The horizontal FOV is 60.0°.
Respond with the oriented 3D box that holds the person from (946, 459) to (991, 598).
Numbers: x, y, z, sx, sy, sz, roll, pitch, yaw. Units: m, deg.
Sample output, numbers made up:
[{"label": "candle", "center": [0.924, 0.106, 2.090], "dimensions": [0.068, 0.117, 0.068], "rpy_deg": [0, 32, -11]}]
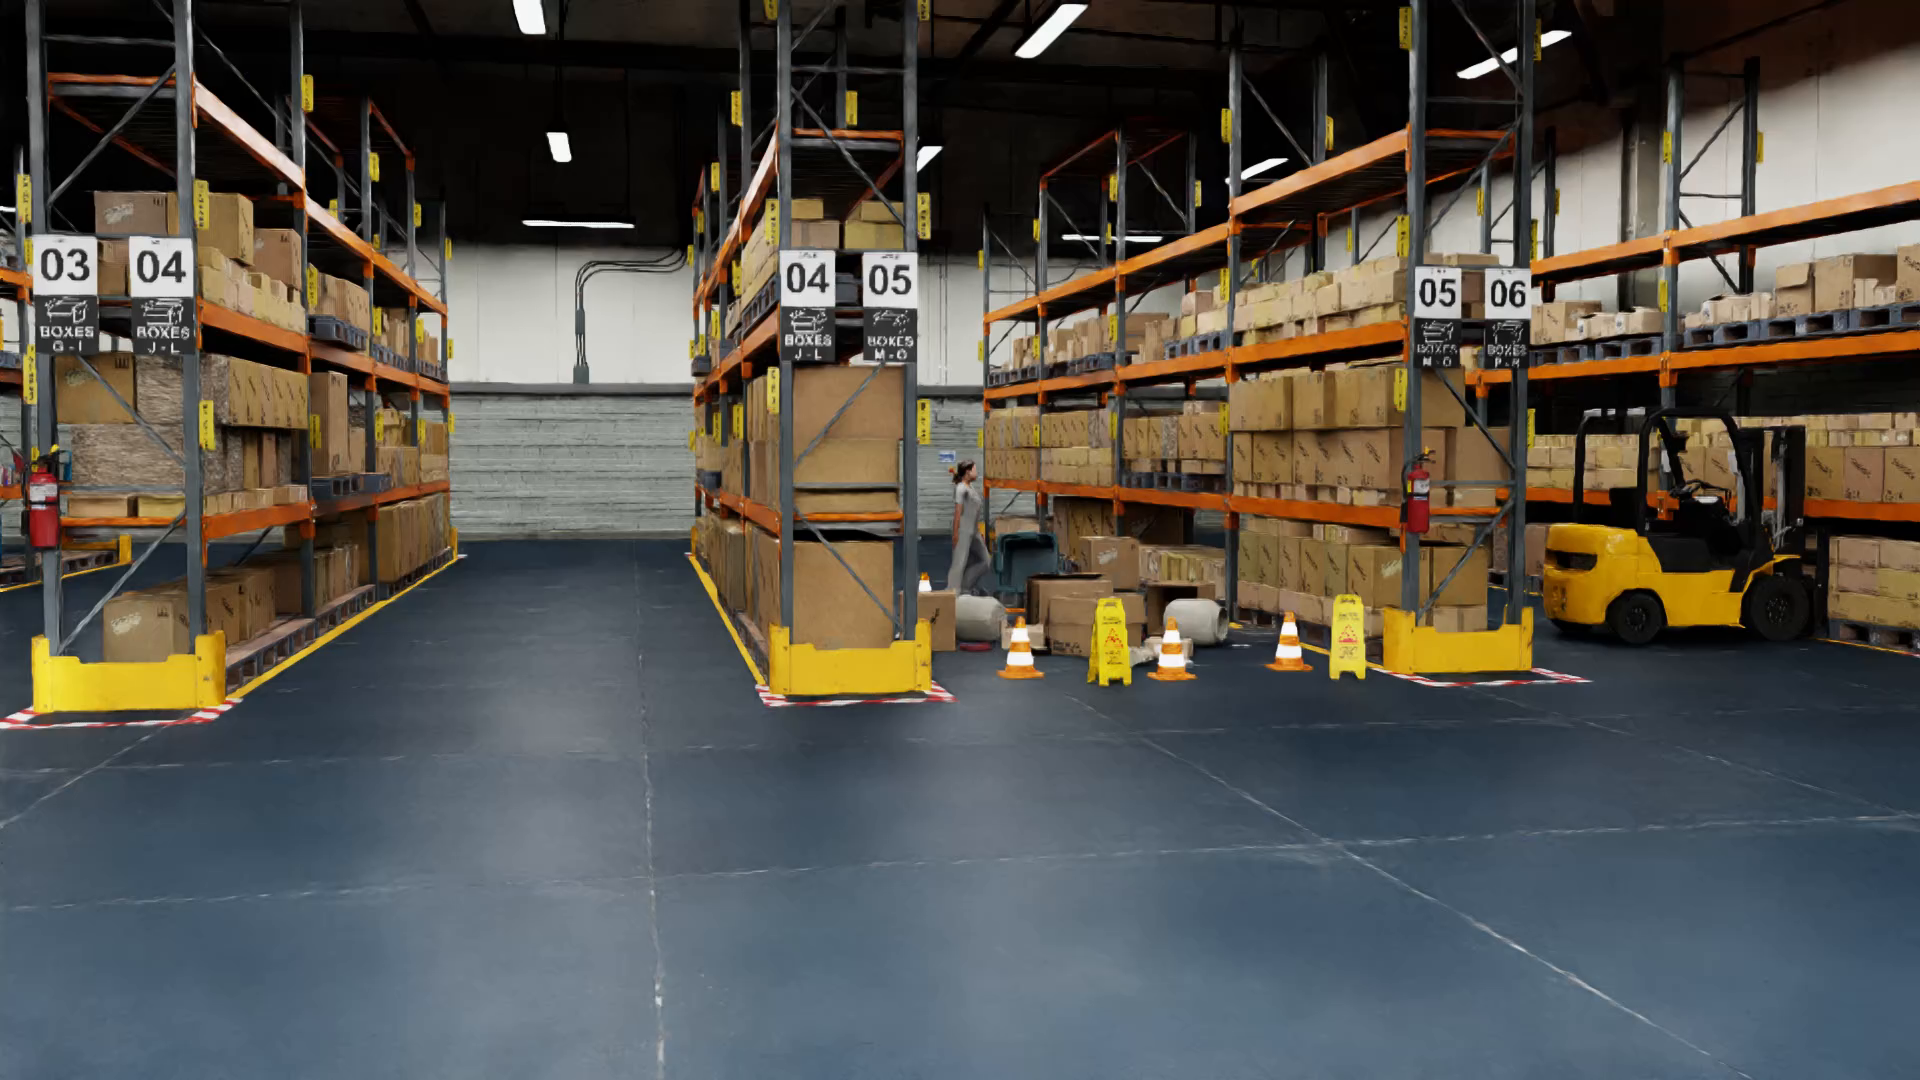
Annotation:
[{"label": "person", "center": [0.062, -0.061, 18.175], "dimensions": [0.464, 1.654, 0.588], "rpy_deg": [1, 3, 14]}]
